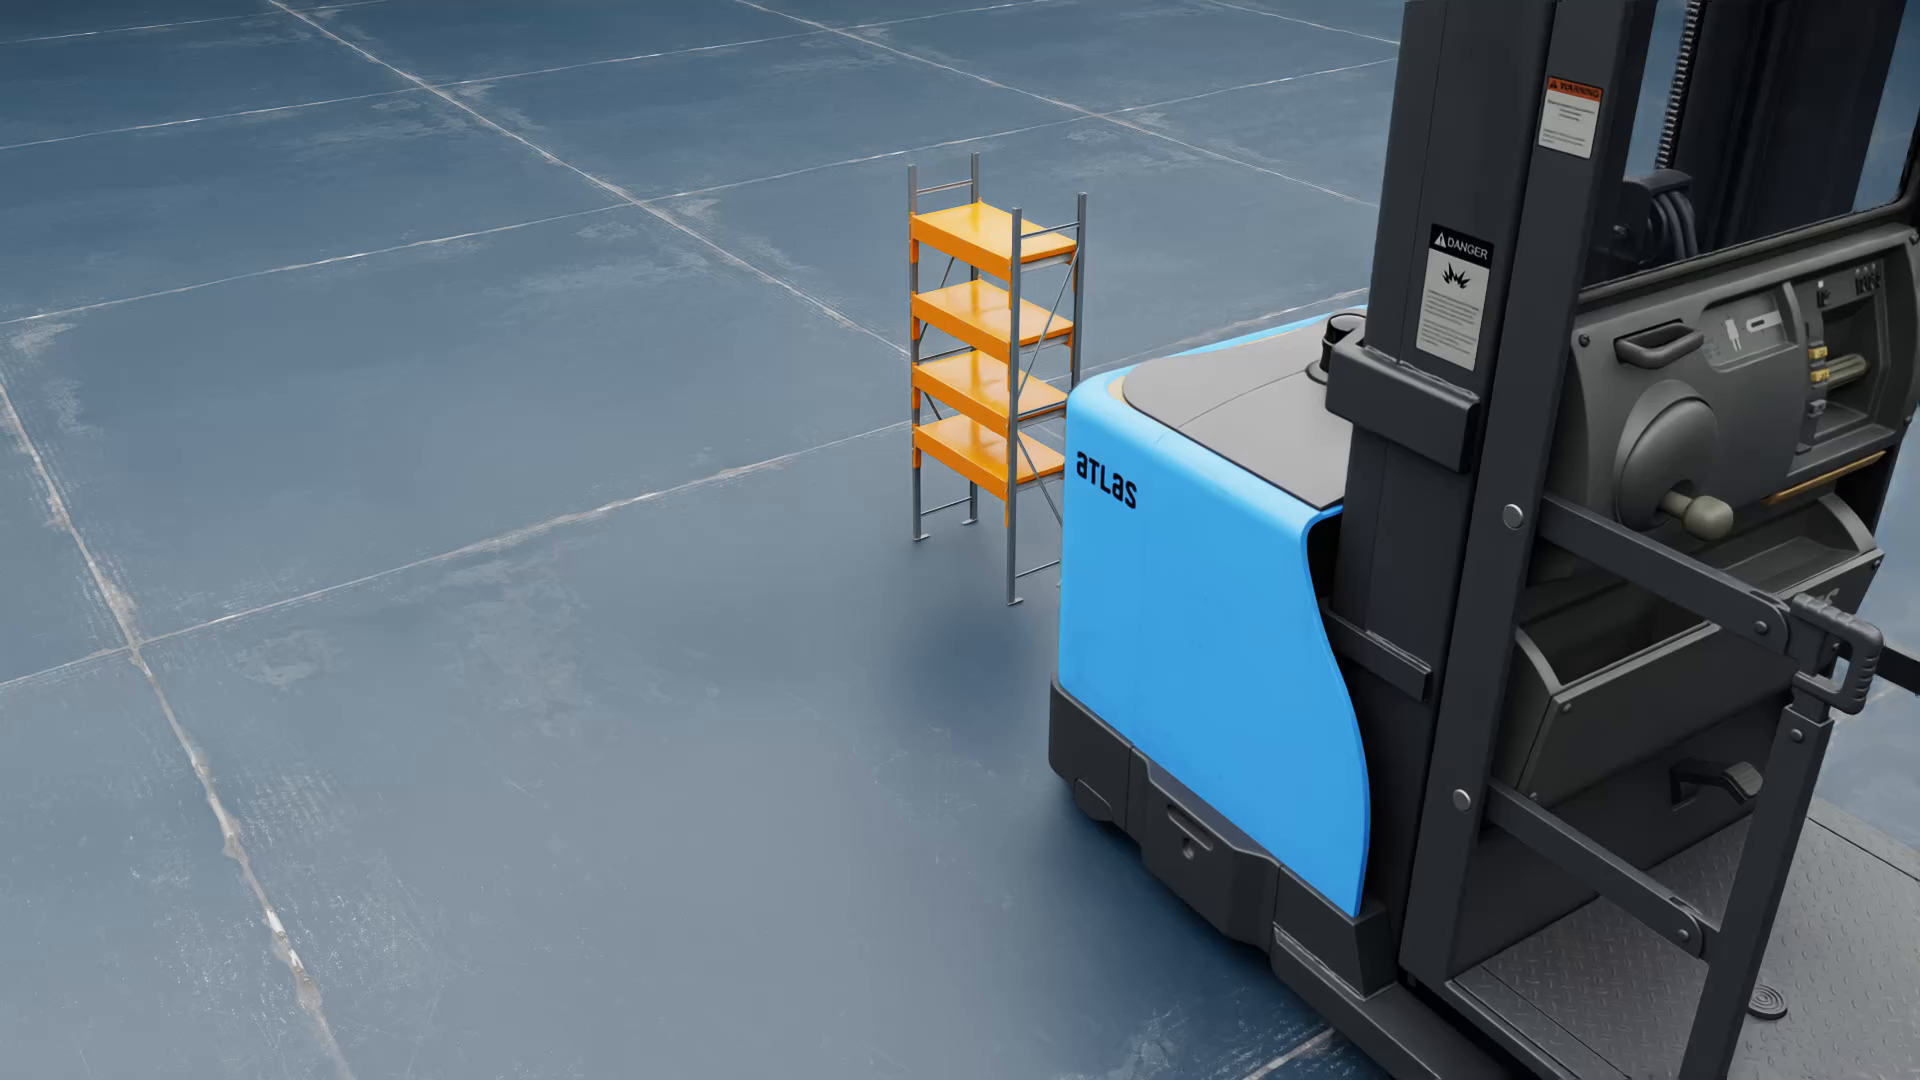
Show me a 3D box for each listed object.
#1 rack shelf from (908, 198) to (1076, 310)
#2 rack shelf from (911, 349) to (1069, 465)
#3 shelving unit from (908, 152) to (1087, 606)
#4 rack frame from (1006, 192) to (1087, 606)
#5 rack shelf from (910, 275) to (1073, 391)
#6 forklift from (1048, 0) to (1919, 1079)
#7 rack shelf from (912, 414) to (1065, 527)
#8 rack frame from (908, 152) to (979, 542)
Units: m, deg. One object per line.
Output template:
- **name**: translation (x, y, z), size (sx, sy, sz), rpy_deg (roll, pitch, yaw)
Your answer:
- **rack shelf**: translation (0.096, -0.808, 4.658), size (0.258, 0.148, 0.480), rpy_deg (-19, 34, -31)
- **rack shelf**: translation (0.096, -0.404, 4.877), size (0.258, 0.148, 0.480), rpy_deg (-19, 34, -31)
- **shelving unit**: translation (0.096, -0.463, 4.845), size (0.258, 1.200, 0.503), rpy_deg (-19, 34, -31)
- **rack frame**: translation (0.238, -0.368, 4.670), size (0.240, 1.200, 0.015), rpy_deg (-19, 34, -31)
- **rack shelf**: translation (0.096, -0.600, 4.771), size (0.258, 0.148, 0.480), rpy_deg (-19, 34, -31)
- **forklift**: translation (1.441, -0.228, 2.599), size (1.130, 2.935, 3.031), rpy_deg (-17, 33, -29)
- **rack shelf**: translation (0.096, -0.229, 4.972), size (0.258, 0.148, 0.480), rpy_deg (-19, 34, -31)
- **rack frame**: translation (-0.046, -0.558, 5.020), size (0.240, 1.200, 0.015), rpy_deg (-19, 34, -31)
